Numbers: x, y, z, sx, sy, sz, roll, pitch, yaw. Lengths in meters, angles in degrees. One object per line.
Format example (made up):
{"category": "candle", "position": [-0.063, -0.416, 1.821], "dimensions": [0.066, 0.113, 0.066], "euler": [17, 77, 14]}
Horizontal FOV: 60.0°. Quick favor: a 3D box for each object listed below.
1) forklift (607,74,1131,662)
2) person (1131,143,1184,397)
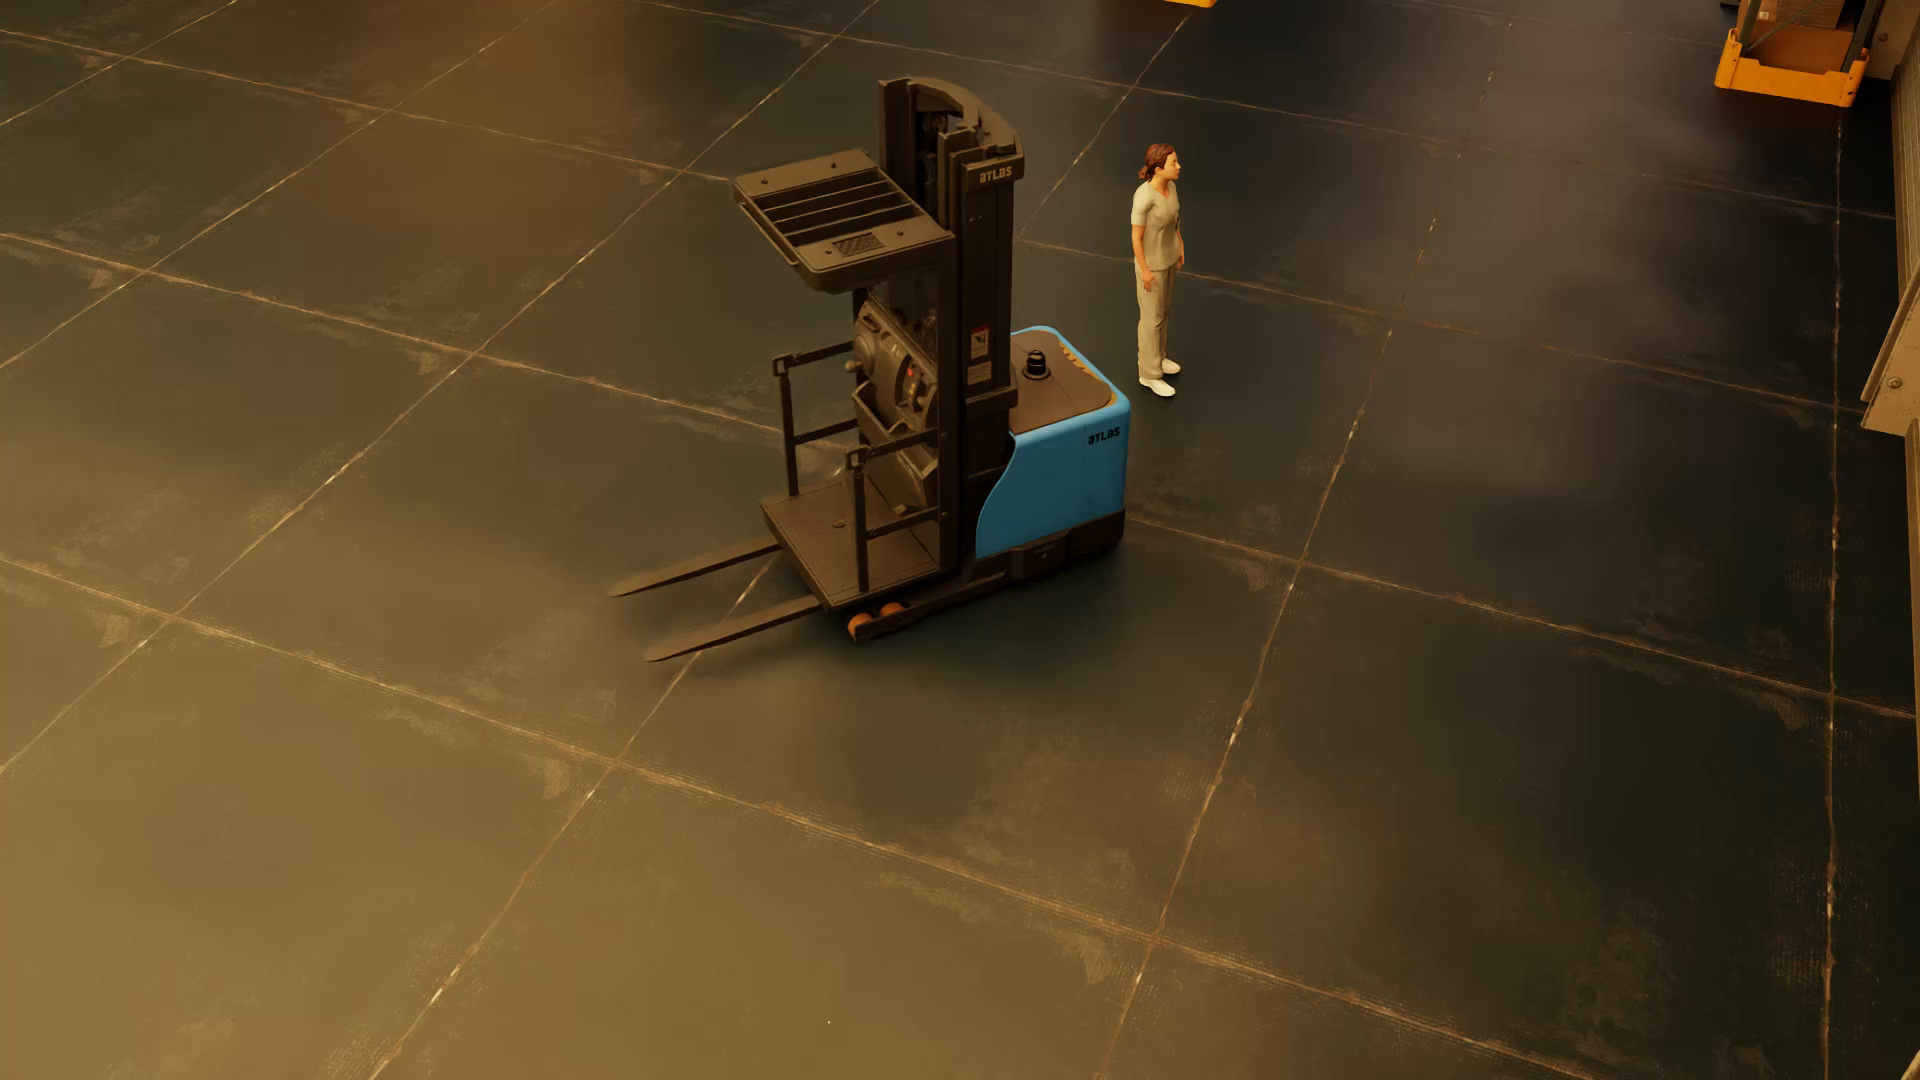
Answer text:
{"category": "forklift", "position": [-0.543, -0.926, 9.112], "dimensions": [3.031, 2.935, 1.130], "euler": [-19, 43, -21]}
{"category": "person", "position": [1.383, -1.843, 11.174], "dimensions": [0.549, 1.673, 0.548], "euler": [24, 45, 26]}
